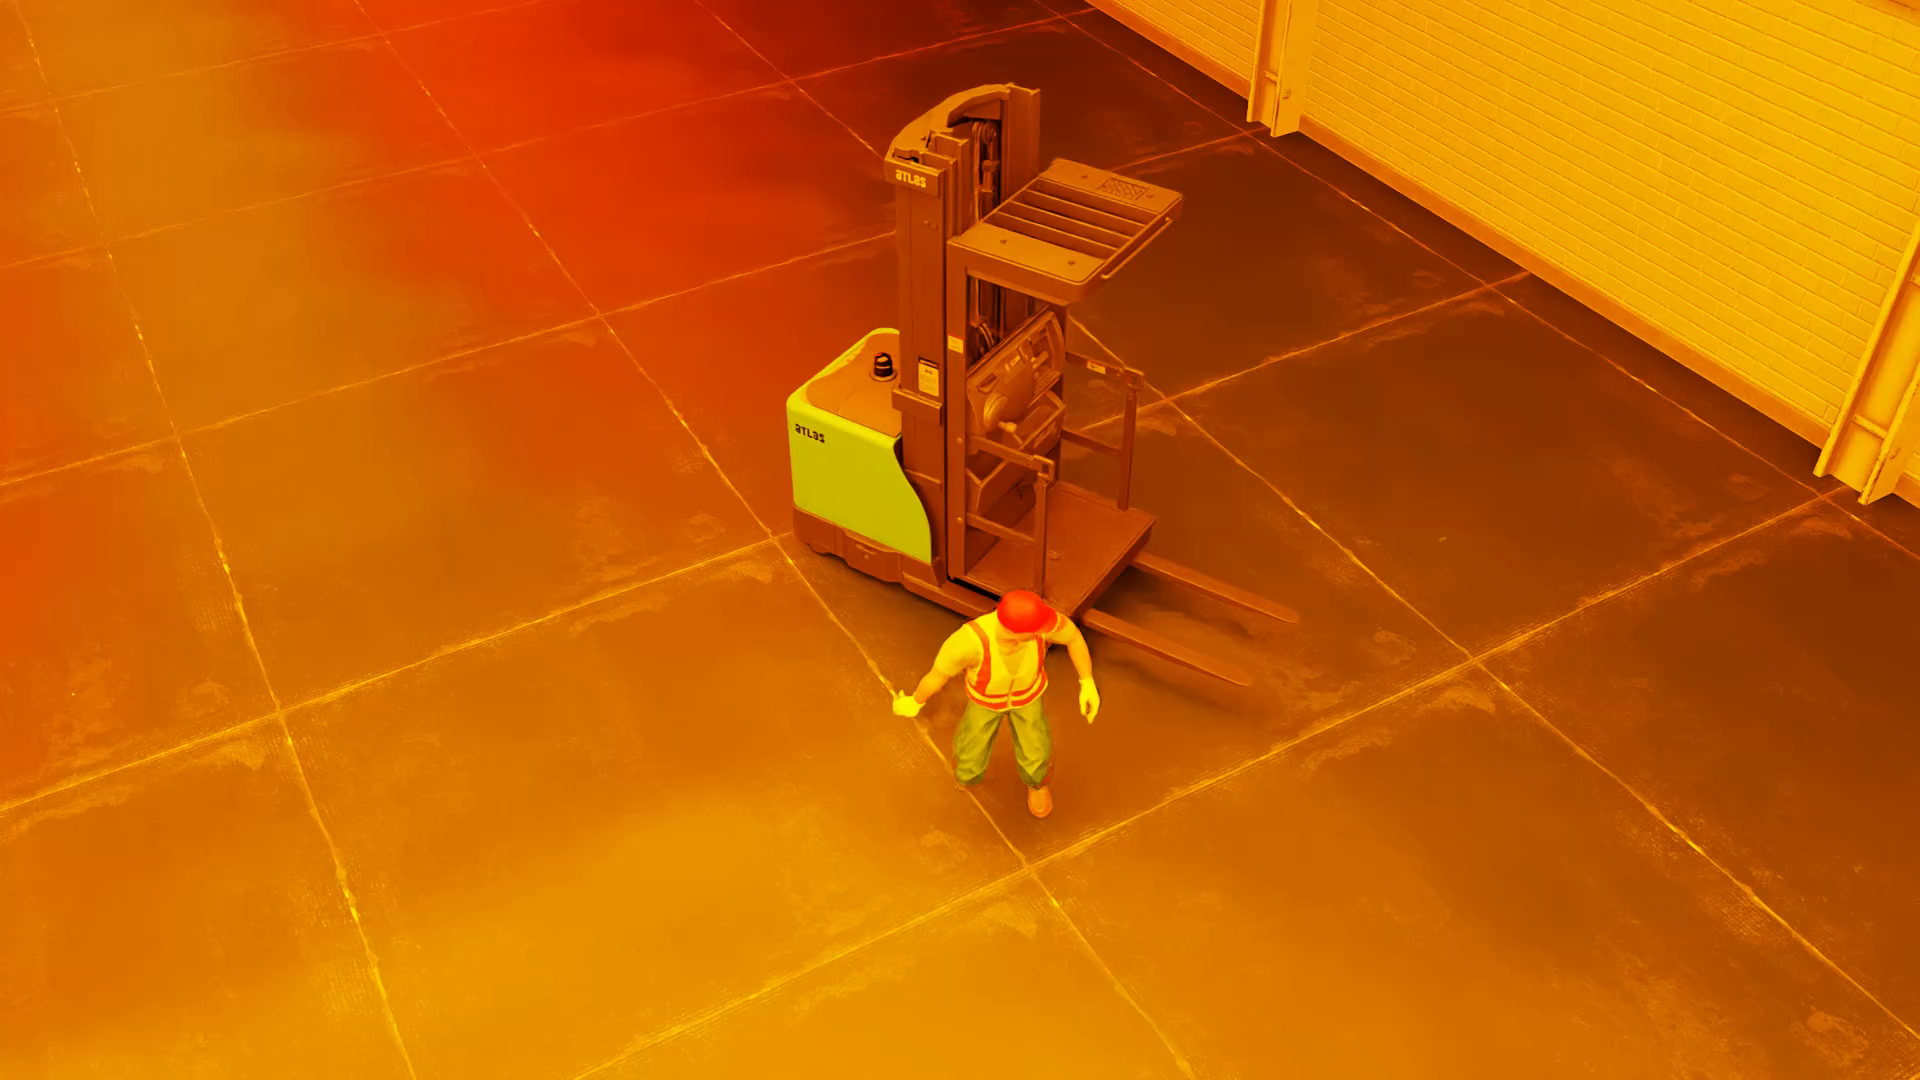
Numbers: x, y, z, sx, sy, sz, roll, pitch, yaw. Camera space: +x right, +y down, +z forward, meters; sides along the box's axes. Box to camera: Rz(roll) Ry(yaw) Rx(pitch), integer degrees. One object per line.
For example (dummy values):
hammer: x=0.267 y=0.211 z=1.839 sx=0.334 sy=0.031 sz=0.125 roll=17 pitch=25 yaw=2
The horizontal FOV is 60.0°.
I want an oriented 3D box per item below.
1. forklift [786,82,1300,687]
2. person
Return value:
forklift: x=0.486 y=-0.866 z=9.080 sx=3.031 sy=2.935 sz=1.130 roll=23 pitch=45 yaw=25
person: x=0.171 y=0.777 z=8.185 sx=0.999 sy=1.622 sz=0.532 roll=-5 pitch=40 yaw=-6
